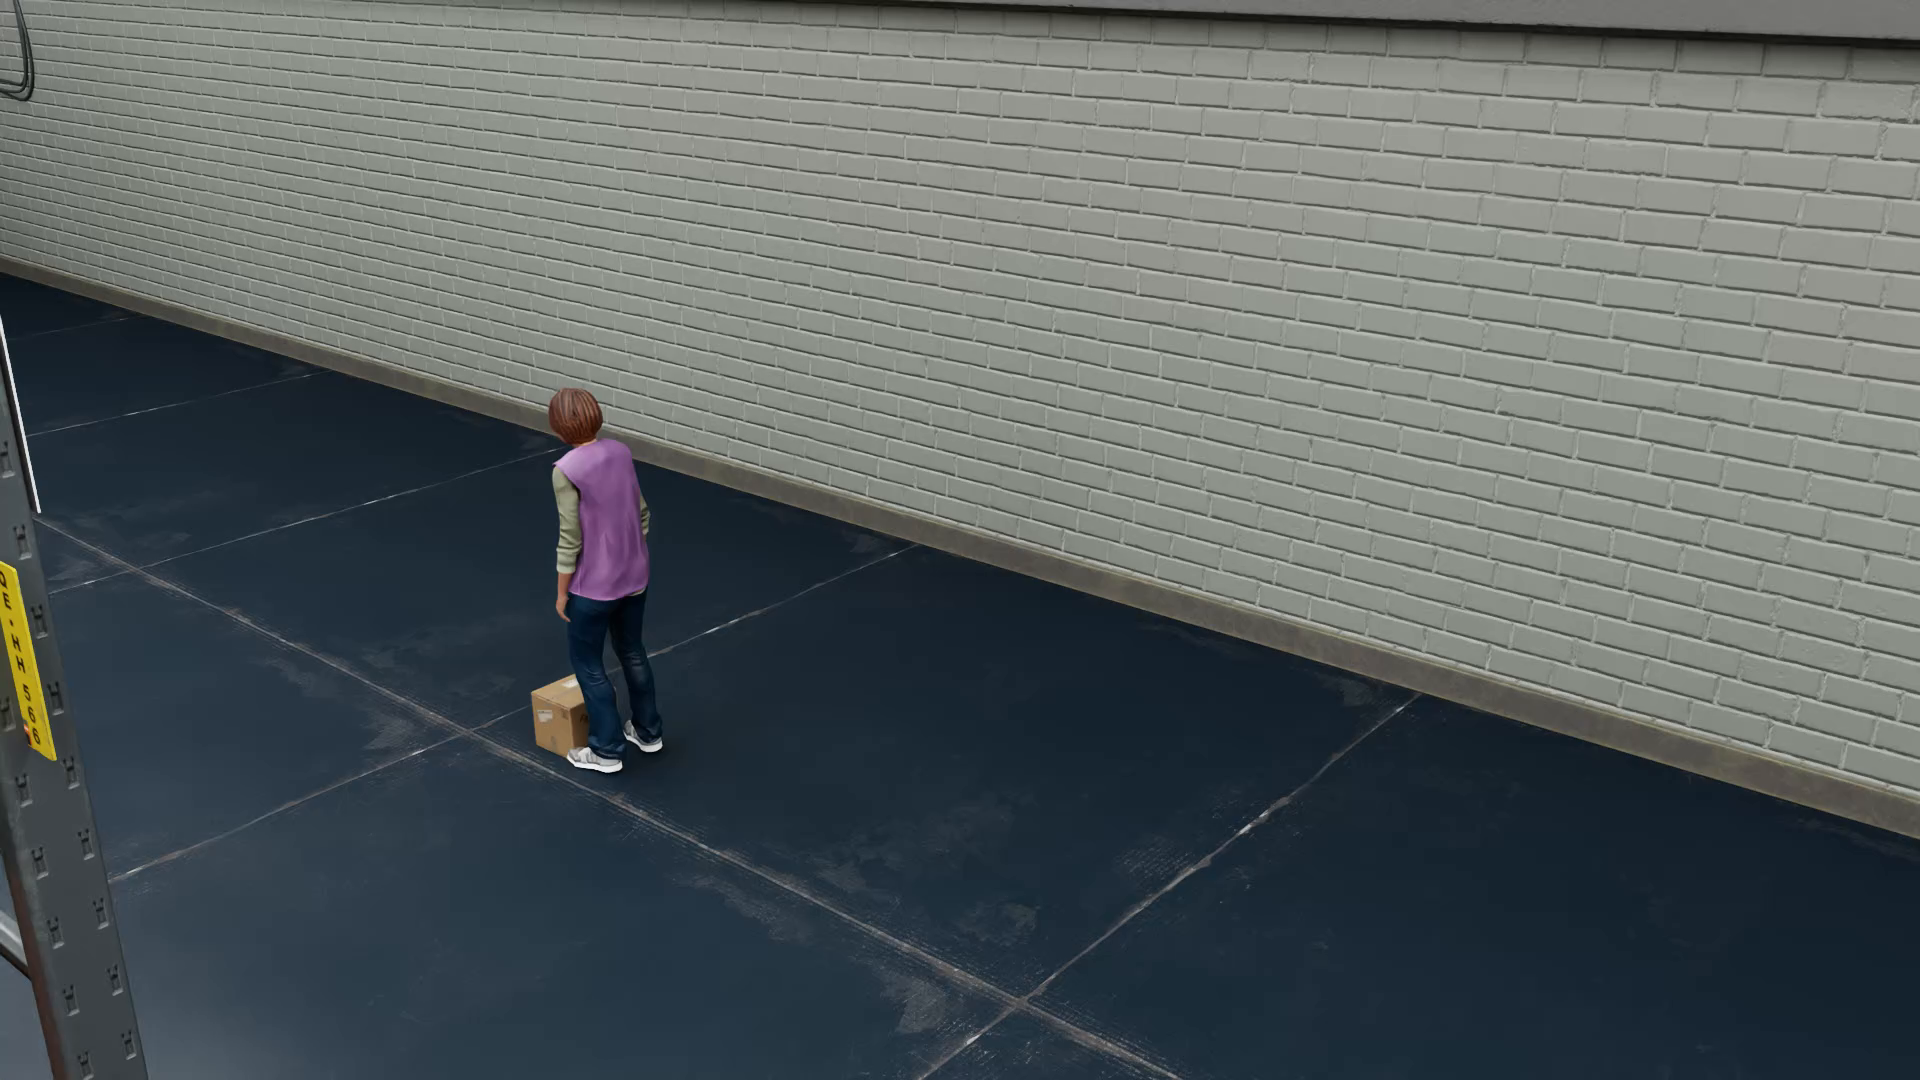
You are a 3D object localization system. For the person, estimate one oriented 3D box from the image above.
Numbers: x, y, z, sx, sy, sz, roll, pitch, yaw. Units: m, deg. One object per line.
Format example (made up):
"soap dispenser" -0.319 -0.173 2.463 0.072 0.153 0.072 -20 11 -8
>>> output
"person" -1.424 0.169 6.645 0.347 1.590 0.472 15 25 34
